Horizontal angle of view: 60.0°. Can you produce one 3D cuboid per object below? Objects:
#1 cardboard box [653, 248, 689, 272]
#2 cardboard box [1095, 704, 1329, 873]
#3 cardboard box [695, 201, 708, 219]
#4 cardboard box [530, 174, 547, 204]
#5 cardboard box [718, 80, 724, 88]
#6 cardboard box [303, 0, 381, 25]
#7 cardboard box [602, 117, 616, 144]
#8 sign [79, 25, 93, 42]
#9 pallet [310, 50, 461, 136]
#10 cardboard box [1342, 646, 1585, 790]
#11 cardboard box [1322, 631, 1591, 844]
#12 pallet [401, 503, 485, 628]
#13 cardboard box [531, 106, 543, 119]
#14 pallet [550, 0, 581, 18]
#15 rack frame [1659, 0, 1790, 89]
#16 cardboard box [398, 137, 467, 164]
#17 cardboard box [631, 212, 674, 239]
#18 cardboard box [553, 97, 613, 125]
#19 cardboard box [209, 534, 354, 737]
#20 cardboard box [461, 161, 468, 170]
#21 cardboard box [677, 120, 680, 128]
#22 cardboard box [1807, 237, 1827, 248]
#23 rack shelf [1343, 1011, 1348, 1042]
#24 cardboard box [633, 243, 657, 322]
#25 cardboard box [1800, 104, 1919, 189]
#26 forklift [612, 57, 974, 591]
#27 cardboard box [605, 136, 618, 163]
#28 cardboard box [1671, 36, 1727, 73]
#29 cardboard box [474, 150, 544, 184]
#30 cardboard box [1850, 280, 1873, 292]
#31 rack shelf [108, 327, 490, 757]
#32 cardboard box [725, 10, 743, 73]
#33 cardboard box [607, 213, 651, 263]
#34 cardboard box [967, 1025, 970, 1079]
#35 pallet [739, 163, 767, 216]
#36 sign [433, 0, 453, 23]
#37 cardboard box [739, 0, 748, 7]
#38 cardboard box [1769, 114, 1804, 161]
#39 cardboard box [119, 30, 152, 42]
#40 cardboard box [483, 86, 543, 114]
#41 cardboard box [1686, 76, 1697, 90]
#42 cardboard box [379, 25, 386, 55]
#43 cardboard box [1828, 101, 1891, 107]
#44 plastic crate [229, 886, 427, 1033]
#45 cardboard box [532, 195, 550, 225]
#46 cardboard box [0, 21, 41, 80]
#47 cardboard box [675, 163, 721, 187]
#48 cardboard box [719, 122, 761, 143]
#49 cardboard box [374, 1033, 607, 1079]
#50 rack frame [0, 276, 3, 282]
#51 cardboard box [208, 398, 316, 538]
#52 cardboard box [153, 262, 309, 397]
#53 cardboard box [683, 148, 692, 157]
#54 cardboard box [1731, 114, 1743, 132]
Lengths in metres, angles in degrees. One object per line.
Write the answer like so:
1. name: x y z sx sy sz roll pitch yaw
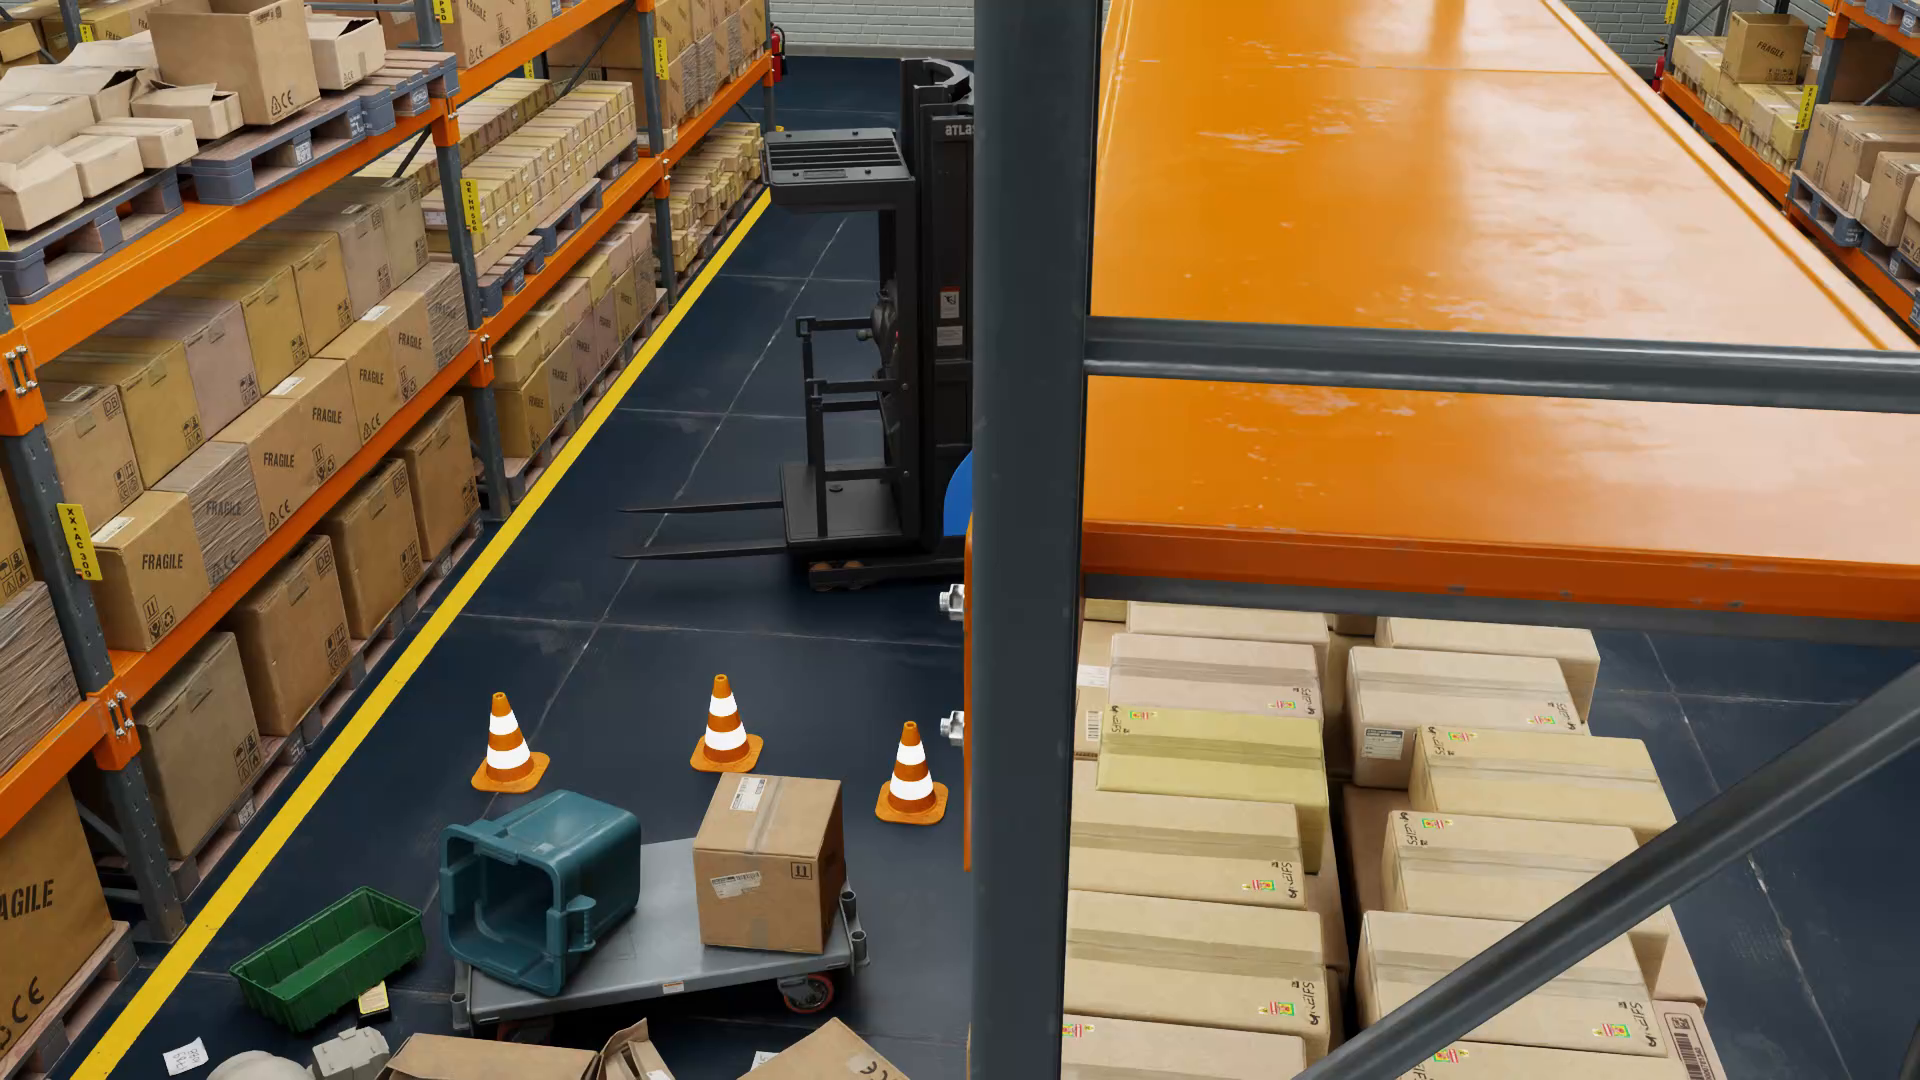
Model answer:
1. cardboard box: -2.578 -2.455 14.499 0.380 0.149 0.250 2 28 4
2. cardboard box: 0.427 0.422 2.857 0.380 0.149 0.250 4 29 7
3. cardboard box: -2.551 -3.081 15.348 0.380 0.149 0.250 5 29 9
4. cardboard box: -3.051 -2.400 11.343 0.380 0.149 0.250 3 28 6
5. cardboard box: -2.456 -4.373 15.762 0.380 0.149 0.250 2 28 4
6. cardboard box: -3.614 -3.138 9.935 0.500 0.500 0.500 3 28 6
7. cardboard box: -2.859 -3.138 12.713 0.380 0.149 0.250 5 29 8
8. sign: -7.312 -4.156 13.956 0.100 0.325 0.005 3 28 6
9. pallet: -3.458 -2.421 8.909 1.213 0.211 1.003 5 29 9
10. cardboard box: 0.906 0.330 3.028 0.380 0.149 0.250 3 28 6
11. cardboard box: 0.949 0.429 3.266 0.500 0.250 0.500 4 29 8
12. pallet: -3.603 0.105 10.125 1.003 0.211 1.213 3 28 6
13. cardboard box: -3.476 -3.297 13.007 0.380 0.149 0.250 3 28 5
14. pallet: -3.247 -3.837 11.538 1.213 0.211 1.003 3 28 6
15. rack frame: 7.400 -4.728 16.156 1.000 3.000 0.127 3 28 6
16. cardboard box: -3.666 -2.691 11.570 0.380 0.149 0.250 5 29 9
17. cardboard box: -2.694 -2.714 14.353 0.380 0.149 0.250 4 29 8
18. cardboard box: -2.863 -3.260 12.626 0.380 0.149 0.250 2 28 5
19. cardboard box: -3.813 0.448 8.478 1.050 0.750 0.750 3 28 6
20. cardboard box: -3.667 -2.561 11.641 0.380 0.149 0.250 4 29 7
21. cardboard box: -2.644 -3.630 14.383 0.380 0.149 0.250 2 28 4
22. cardboard box: 6.662 -2.189 12.639 0.380 0.149 0.250 3 28 5
23. rack shelf: 0.758 0.571 3.915 1.077 0.370 4.000 3 28 6
24. cardboard box: -2.782 -2.094 13.458 0.500 0.500 0.500 3 28 5
25. cardboard box: 6.629 -2.860 12.139 0.700 0.500 0.500 4 29 7
26. forklift: -0.617 -1.250 9.771 3.031 2.935 1.130 -4 29 -7
27. cardboard box: -2.858 -3.009 12.786 0.380 0.149 0.250 3 28 6
28. cardboard box: 7.077 -4.595 15.754 0.500 0.250 0.500 4 29 6
29. cardboard box: -3.054 -2.526 11.263 0.380 0.149 0.250 5 29 9
30. cardboard box: 6.625 -1.806 12.240 0.380 0.149 0.250 2 28 4
31. rack shelf: -3.677 -0.231 8.567 1.077 0.370 4.000 3 28 6
32. cardboard box: -2.372 -4.722 15.726 0.500 0.500 0.500 3 29 6
33. cardboard box: -2.782 -2.421 13.276 0.500 0.250 0.500 3 28 5
34. cardboard box: 0.389 1.164 3.745 0.700 0.500 0.500 3 28 6
35. pallet: -2.596 -3.611 17.023 1.003 0.211 1.213 3 28 6
36. sign: -2.882 -3.036 9.224 0.100 0.325 0.005 3 28 6
37. cardboard box: -2.323 -5.402 15.933 0.500 0.500 0.500 2 28 4
38. cardboard box: 6.731 -3.164 13.097 0.500 0.250 0.500 4 29 7
39. cardboard box: -3.800 -2.409 8.298 0.500 0.250 0.500 4 29 8
40. cardboard box: -3.474 -3.418 12.919 0.380 0.149 0.250 4 29 8
41. cardboard box: 7.102 -4.357 15.731 0.380 0.149 0.250 4 29 7
42. cardboard box: -3.287 -2.641 8.818 0.380 0.166 0.250 3 28 6
43. cardboard box: 7.293 -3.364 13.469 0.500 0.250 0.500 3 28 6
44. plastic crate: -2.643 1.764 7.009 0.450 0.188 0.662 9 28 37
45. cardboard box: -3.049 -2.268 11.412 0.380 0.149 0.250 4 29 8
46. cardboard box: -7.922 -3.893 13.442 0.797 0.503 0.637 3 28 5
47. cardboard box: -2.477 -3.448 15.716 0.380 0.149 0.250 3 29 6
48. cardboard box: -2.265 -4.183 17.079 0.380 0.149 0.250 4 29 7
49. cardboard box: -1.678 2.141 5.894 0.797 0.637 0.503 3 28 6
50. rack frame: -3.922 -2.248 5.226 1.000 3.000 0.127 3 28 6
51. cardboard box: -3.465 -0.355 7.934 0.500 0.500 0.500 3 28 6
52. cardboard box: -3.680 -1.042 8.155 0.700 0.500 0.500 3 28 6
53. cardboard box: -2.874 -3.850 16.462 0.380 0.149 0.250 2 28 4
54. cardboard box: 6.905 -3.625 14.373 0.380 0.149 0.250 3 28 6
